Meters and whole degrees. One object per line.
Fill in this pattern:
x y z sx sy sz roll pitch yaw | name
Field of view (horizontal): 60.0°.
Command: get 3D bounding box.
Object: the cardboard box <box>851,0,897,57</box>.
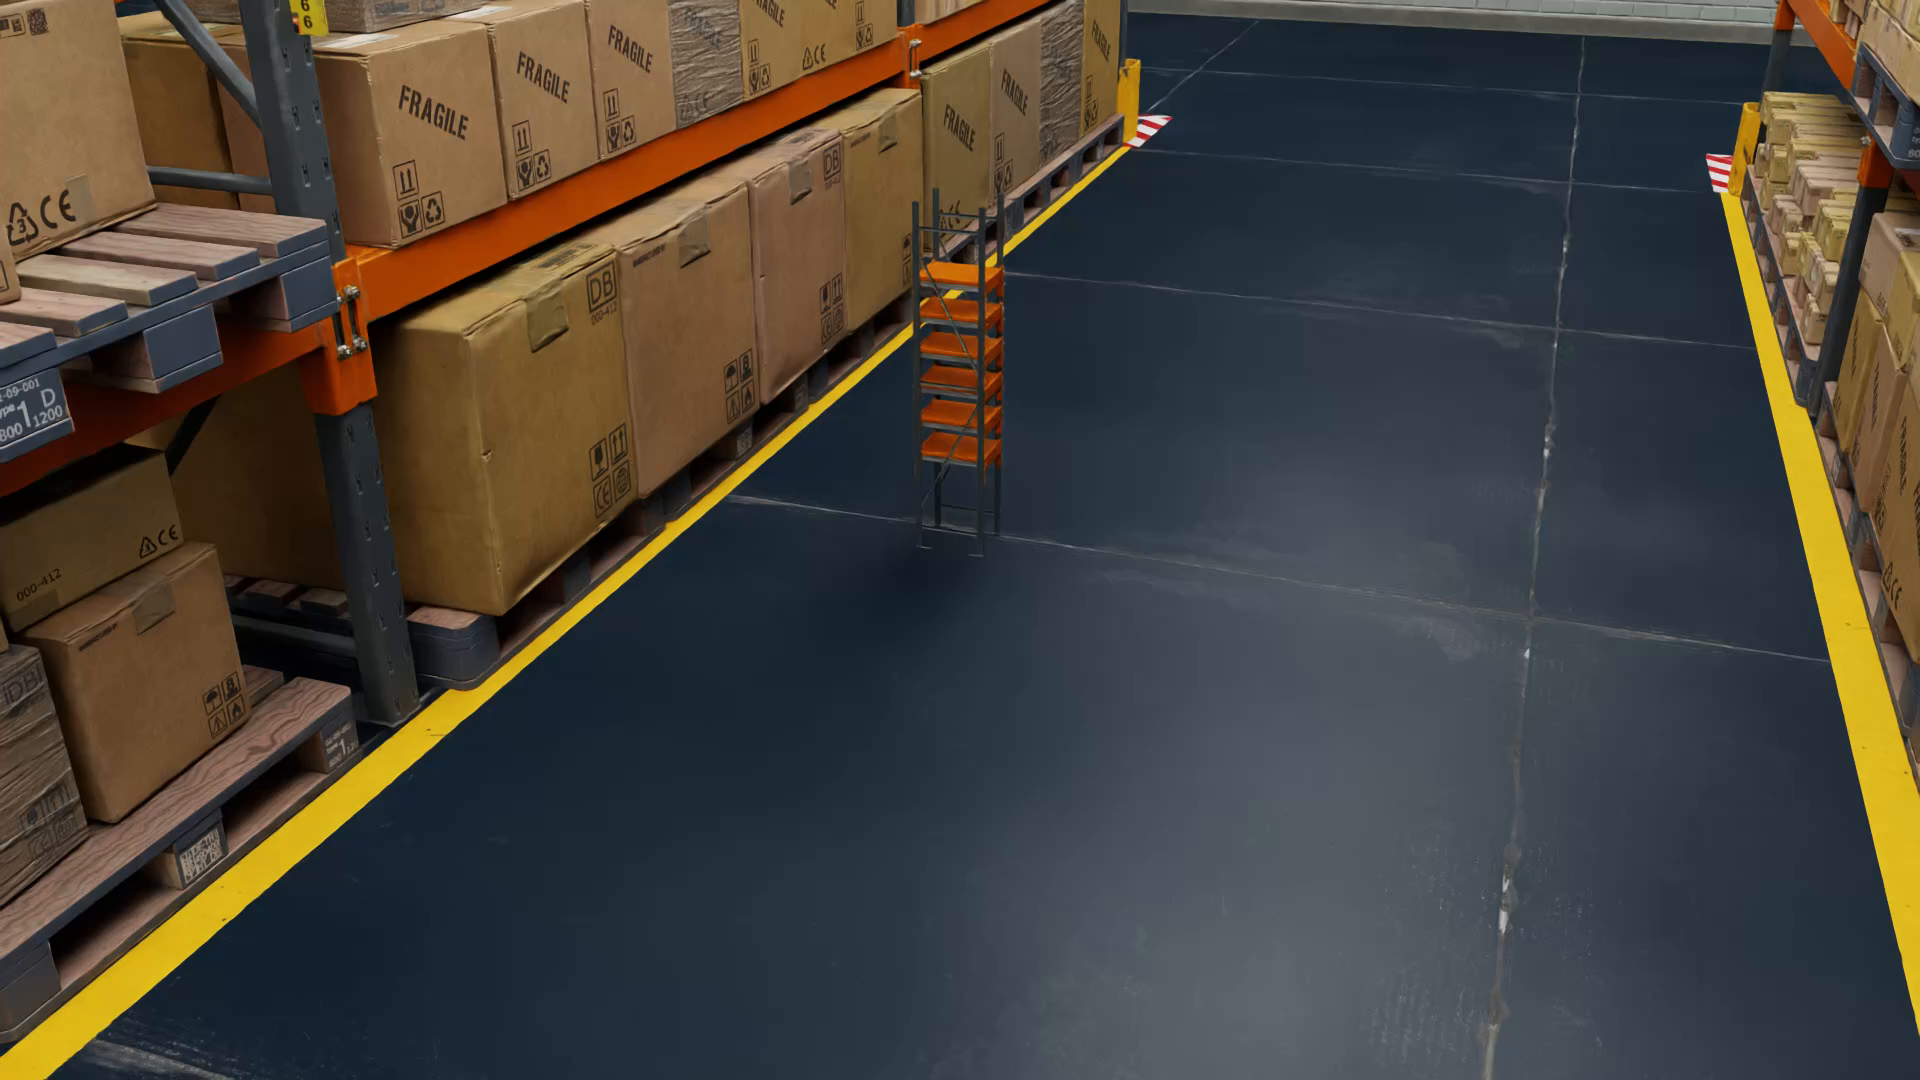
-0.594 -2.369 7.086 0.500 0.500 0.500 9 27 18 | cardboard box

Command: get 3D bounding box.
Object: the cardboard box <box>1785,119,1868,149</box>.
4.597 -2.117 8.787 0.380 0.149 0.250 7 27 15 | cardboard box

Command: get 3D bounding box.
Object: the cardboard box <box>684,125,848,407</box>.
-1.186 -1.155 6.650 1.225 0.875 0.875 8 27 16 | cardboard box

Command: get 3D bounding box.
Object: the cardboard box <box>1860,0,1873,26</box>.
3.843 -2.214 6.424 0.500 0.500 0.500 9 27 18 | cardboard box

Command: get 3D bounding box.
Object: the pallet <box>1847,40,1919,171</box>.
3.556 -1.416 5.452 1.003 0.211 1.213 9 27 17 | pallet

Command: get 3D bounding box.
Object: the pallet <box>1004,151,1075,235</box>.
0.035 -2.105 9.855 1.003 0.211 1.213 9 27 17 | pallet

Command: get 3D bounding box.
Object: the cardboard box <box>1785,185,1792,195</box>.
4.533 -1.746 8.703 0.380 0.149 0.250 9 27 18 | cardboard box

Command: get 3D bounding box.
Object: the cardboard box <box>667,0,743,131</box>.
-1.104 -1.746 5.799 0.500 0.500 0.500 9 27 18 | cardboard box

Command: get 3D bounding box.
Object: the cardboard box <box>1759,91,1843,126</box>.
4.784 -2.446 9.468 0.380 0.149 0.250 8 27 15 | cardboard box

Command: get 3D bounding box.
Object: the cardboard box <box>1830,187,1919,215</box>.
4.105 -1.462 7.435 0.380 0.149 0.250 10 27 19 | cardboard box

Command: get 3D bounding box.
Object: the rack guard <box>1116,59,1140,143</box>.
0.643 -3.085 11.547 1.175 0.500 0.348 9 27 17 | rack guard

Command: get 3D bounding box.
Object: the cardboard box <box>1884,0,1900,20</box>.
3.299 -1.803 5.497 0.380 0.149 0.250 8 27 16 | cardboard box

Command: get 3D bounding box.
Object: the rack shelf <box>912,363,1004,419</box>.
-0.005 -0.494 5.496 0.258 0.103 0.180 9 27 17 | rack shelf

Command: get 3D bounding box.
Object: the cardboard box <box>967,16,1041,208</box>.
-0.101 -2.418 9.258 0.875 0.875 0.875 9 27 17 | cardboard box

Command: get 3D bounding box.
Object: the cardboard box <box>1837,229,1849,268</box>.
3.821 -1.153 6.796 0.380 0.149 0.250 10 27 19 | cardboard box

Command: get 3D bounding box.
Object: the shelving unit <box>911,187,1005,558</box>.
-0.005 -0.534 5.476 0.258 1.200 0.189 9 27 17 | shelving unit

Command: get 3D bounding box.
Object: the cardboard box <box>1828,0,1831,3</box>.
4.497 -2.695 8.163 0.380 0.149 0.250 8 27 16 | cardboard box

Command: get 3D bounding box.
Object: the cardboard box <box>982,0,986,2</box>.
-0.023 -2.841 8.463 0.380 0.149 0.250 8 27 16 | cardboard box

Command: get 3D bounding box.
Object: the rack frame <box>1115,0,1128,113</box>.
0.635 -4.200 10.982 1.000 3.000 0.127 9 27 17 | rack frame

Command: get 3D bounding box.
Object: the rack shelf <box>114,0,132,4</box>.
-4.701 -3.772 10.925 1.077 0.370 4.000 9 27 17 | rack shelf

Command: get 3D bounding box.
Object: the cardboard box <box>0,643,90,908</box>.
-2.403 0.523 3.591 0.700 0.500 0.500 6 27 13 | cardboard box

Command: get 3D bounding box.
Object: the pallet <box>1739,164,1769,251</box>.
4.950 -1.824 9.275 1.003 0.211 1.213 9 27 17 | pallet

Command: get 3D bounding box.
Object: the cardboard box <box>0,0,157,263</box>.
-2.169 -0.918 3.608 0.500 0.500 0.500 5 26 11 | cardboard box

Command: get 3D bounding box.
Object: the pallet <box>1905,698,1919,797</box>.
2.878 0.783 3.891 1.003 0.211 1.213 9 27 17 | pallet

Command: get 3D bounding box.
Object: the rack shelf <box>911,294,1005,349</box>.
-0.005 -0.710 5.391 0.258 0.103 0.180 9 27 17 | rack shelf

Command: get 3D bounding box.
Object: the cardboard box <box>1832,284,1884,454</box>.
3.452 -0.594 5.921 0.500 0.500 0.500 10 28 19 | cardboard box

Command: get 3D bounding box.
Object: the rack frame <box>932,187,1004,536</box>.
0.026 -0.572 5.554 0.240 1.200 0.006 9 27 17 | rack frame

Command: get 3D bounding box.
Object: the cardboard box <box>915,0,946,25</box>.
-0.284 -2.516 7.793 0.380 0.149 0.250 9 27 18 | cardboard box

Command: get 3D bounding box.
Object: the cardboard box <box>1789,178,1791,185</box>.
4.534 -1.870 8.619 0.380 0.149 0.250 7 27 15 | cardboard box

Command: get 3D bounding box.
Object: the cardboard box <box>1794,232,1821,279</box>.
3.904 -1.236 7.309 0.380 0.149 0.250 8 27 16 | cardboard box

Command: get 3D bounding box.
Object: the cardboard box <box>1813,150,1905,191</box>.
4.372 -1.786 8.103 0.380 0.149 0.250 9 27 18 | cardboard box

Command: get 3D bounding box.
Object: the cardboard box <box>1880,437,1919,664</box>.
2.926 0.044 4.604 0.500 0.500 0.500 8 27 15 | cardboard box

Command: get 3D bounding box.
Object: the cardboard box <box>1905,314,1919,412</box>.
3.104 -0.503 4.873 0.500 0.250 0.500 10 28 19 | cardboard box

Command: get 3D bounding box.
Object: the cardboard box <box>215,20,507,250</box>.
-1.608 -1.117 4.501 0.500 0.500 0.500 10 27 19 | cardboard box

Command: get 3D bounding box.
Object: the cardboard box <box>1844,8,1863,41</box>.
4.122 -2.275 7.294 0.380 0.149 0.250 8 27 15 | cardboard box

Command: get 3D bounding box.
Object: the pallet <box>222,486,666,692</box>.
-1.693 0.030 5.446 1.003 0.211 1.213 9 27 17 | pallet

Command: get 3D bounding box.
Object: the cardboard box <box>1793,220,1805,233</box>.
4.252 -1.434 8.060 0.380 0.149 0.250 9 27 18 | cardboard box

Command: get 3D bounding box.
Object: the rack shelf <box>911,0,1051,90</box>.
-0.030 -3.054 9.441 1.077 0.370 4.000 9 27 17 | rack shelf

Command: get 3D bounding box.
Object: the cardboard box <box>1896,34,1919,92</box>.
3.125 -1.456 5.121 0.380 0.149 0.250 9 27 18 | cardboard box

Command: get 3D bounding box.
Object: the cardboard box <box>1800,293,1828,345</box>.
3.757 -0.912 6.980 0.380 0.149 0.250 9 27 18 | cardboard box

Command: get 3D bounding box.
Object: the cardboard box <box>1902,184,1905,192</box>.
5.015 -1.911 8.703 0.380 0.149 0.250 8 27 17 | cardboard box

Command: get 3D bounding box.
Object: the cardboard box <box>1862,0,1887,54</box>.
3.383 -1.776 5.782 0.380 0.149 0.250 7 27 15 | cardboard box
